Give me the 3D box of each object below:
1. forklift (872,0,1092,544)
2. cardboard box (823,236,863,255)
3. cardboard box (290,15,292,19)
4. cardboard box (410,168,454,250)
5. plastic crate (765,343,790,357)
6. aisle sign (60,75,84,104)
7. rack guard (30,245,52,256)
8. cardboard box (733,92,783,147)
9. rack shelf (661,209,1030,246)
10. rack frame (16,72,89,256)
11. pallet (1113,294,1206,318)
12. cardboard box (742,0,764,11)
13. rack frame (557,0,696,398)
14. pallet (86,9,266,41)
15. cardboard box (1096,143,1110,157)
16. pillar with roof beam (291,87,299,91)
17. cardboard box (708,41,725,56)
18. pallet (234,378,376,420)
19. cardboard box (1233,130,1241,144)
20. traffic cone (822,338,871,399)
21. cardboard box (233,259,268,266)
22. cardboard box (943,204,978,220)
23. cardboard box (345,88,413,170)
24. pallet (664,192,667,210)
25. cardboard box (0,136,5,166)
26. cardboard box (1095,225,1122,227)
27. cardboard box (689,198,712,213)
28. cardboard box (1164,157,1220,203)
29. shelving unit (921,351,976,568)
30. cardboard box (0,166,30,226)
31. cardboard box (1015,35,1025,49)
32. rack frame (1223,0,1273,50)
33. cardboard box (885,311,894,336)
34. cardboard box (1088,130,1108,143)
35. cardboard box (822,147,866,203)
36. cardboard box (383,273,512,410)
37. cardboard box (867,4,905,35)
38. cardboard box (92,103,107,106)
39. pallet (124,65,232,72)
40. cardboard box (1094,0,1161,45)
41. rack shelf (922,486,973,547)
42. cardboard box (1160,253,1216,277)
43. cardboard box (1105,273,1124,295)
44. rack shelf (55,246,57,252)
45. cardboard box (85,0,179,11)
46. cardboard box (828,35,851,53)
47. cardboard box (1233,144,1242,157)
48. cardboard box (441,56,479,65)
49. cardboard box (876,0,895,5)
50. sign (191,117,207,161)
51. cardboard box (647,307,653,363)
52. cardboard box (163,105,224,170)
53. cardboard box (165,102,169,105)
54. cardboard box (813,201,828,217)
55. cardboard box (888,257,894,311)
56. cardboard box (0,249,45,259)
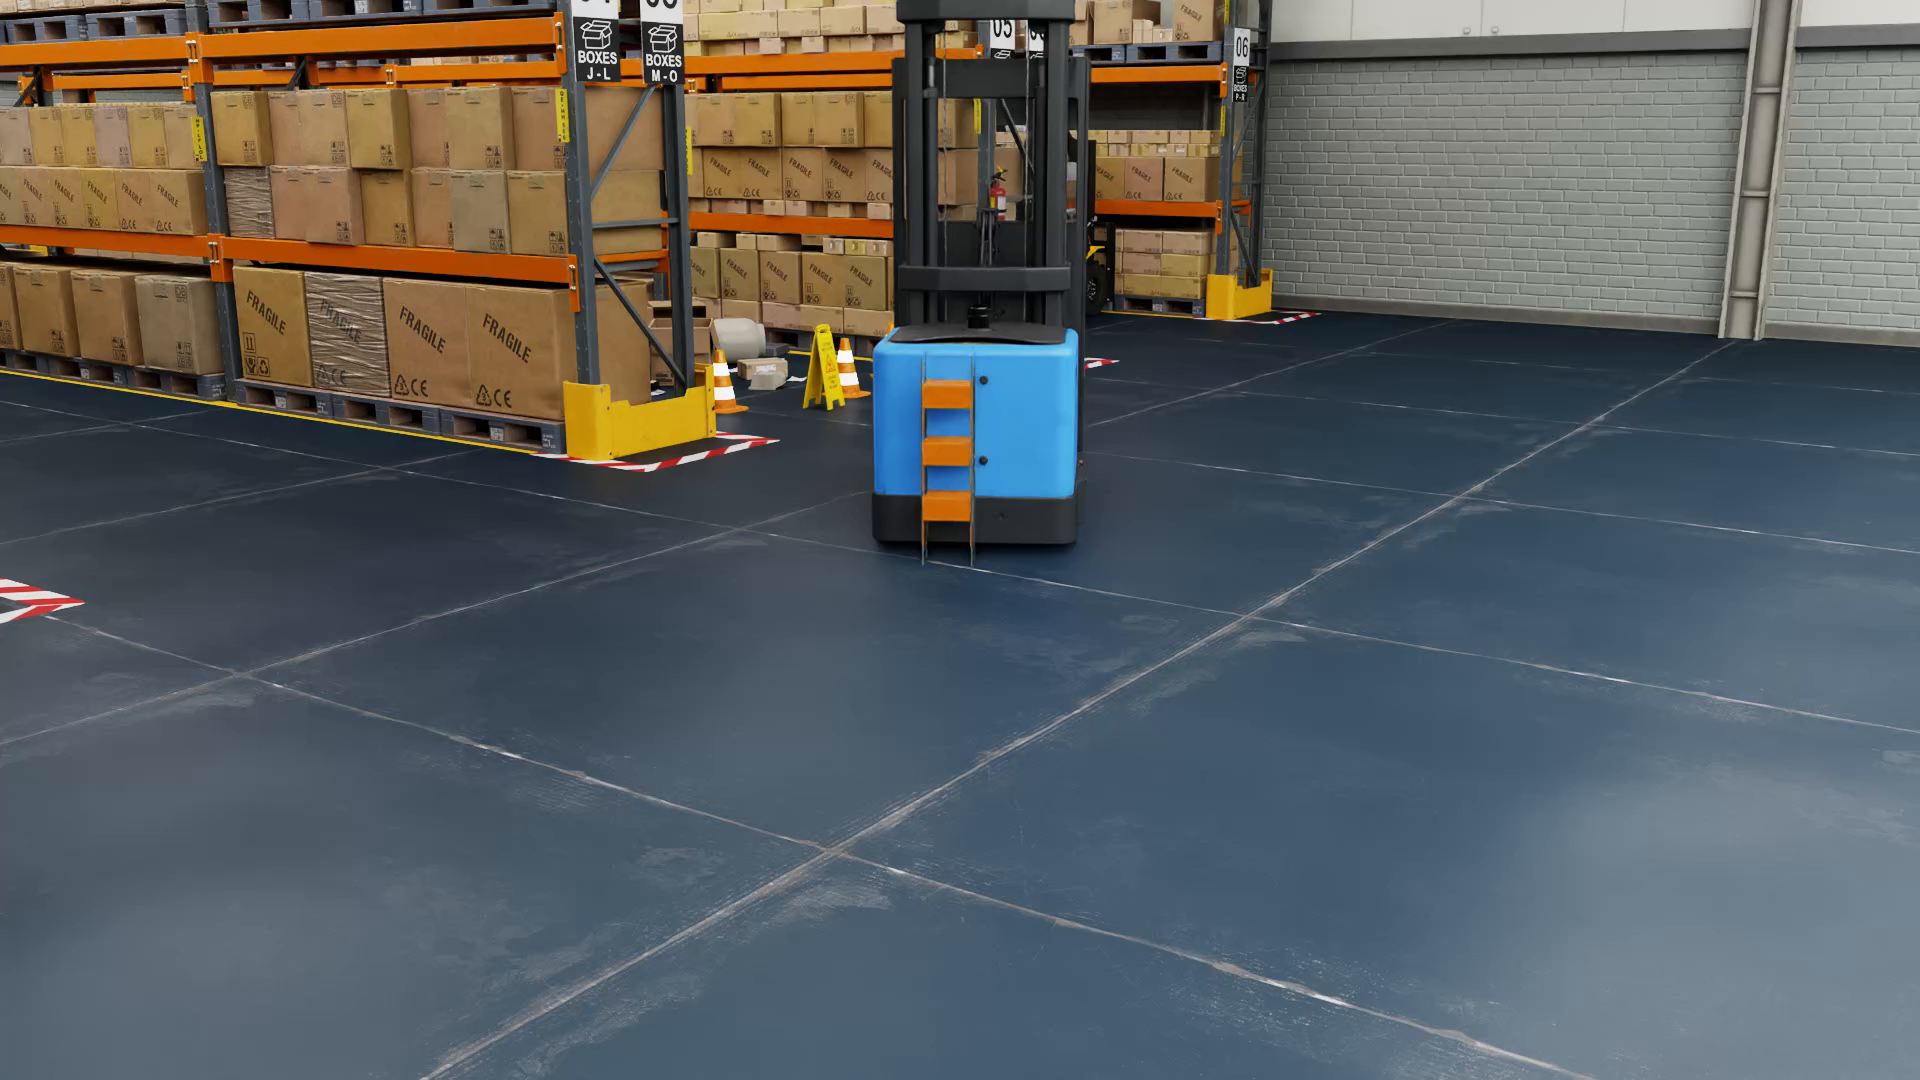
[{"bbox_3d":[0.190,-1.701,9.596,1.130,2.935,3.031,1,14,5],"label":"forklift"},{"bbox_3d":[-1.094,-2.821,15.914,0.250,0.149,0.380,10,17,35],"label":"cardboard box"},{"bbox_3d":[-7.780,-6.071,19.782,0.500,0.500,0.500,9,17,33],"label":"cardboard box"},{"bbox_3d":[-3.392,-2.394,11.940,0.550,0.550,0.875,9,17,33],"label":"cardboard box"},{"bbox_3d":[-1.991,-1.857,16.157,0.583,0.080,0.402,3,14,14],"label":"plastic crate"},{"bbox_3d":[-12.680,-6.591,23.794,0.004,0.787,0.394,9,17,33],"label":"aisle sign"},{"bbox_3d":[-12.814,-4.047,24.131,0.348,0.500,1.175,9,17,33],"label":"rack guard"},{"bbox_3d":[-1.779,-4.078,16.148,0.500,0.500,0.700,9,16,32],"label":"cardboard box"},{"bbox_3d":[-1.177,-3.030,16.320,4.000,0.370,1.077,9,17,33],"label":"rack shelf"},{"bbox_3d":[-12.794,-5.257,23.818,0.127,3.000,1.000,9,17,33],"label":"rack frame"},{"bbox_3d":[2.592,-2.842,19.866,1.213,0.211,1.003,9,17,33],"label":"pallet"},{"bbox_3d":[-1.874,-5.132,15.932,0.250,0.149,0.380,9,16,31],"label":"cardboard box"},{"bbox_3d":[-2.196,-2.111,11.108,0.127,3.000,1.000,9,17,33],"label":"rack frame"},{"bbox_3d":[-6.303,-4.124,13.395,1.217,0.209,0.805,8,16,31],"label":"pallet"},{"bbox_3d":[1.728,-4.623,19.698,0.250,0.149,0.380,9,17,33],"label":"cardboard box"},{"bbox_3d":[-14.163,-8.842,25.816,0.400,9.000,9.100,9,17,33],"label":"pillar with roof beam"},{"bbox_3d":[-2.261,-4.834,16.388,0.250,0.149,0.380,9,17,33],"label":"cardboard box"},{"bbox_3d":[-4.928,-1.176,13.135,1.213,0.211,1.003,9,17,33],"label":"pallet"},{"bbox_3d":[3.090,-4.697,19.378,0.250,0.149,0.380,9,16,32],"label":"cardboard box"},{"bbox_3d":[-0.931,-1.414,13.571,0.334,0.463,0.336,9,17,33],"label":"traffic cone"},{"bbox_3d":[-8.916,-3.826,21.584,0.875,0.875,0.875,10,17,35],"label":"cardboard box"},{"bbox_3d":[0.053,-2.997,15.211,0.250,0.149,0.380,10,17,35],"label":"cardboard box"},{"bbox_3d":[-3.891,-2.968,12.011,0.500,0.550,0.875,9,17,33],"label":"cardboard box"},{"bbox_3d":[-3.389,-3.686,17.871,1.213,0.211,1.003,9,17,33],"label":"pallet"},{"bbox_3d":[-8.467,-3.655,15.059,0.500,0.500,0.700,9,17,33],"label":"cardboard box"},{"bbox_3d":[1.710,-3.764,20.553,0.500,0.250,0.500,9,16,32],"label":"cardboard box"},{"bbox_3d":[-2.516,-3.396,16.823,0.250,0.149,0.380,10,17,34],"label":"cardboard box"},{"bbox_3d":[2.695,-4.164,19.193,0.500,0.500,0.500,9,16,32],"label":"cardboard box"},{"bbox_3d":[-0.057,-0.398,8.246,0.252,1.050,0.215,1,14,5],"label":"shelving unit"},{"bbox_3d":[-8.189,-3.051,14.696,0.500,0.500,0.500,9,17,32],"label":"cardboard box"},{"bbox_3d":[0.389,-4.555,15.261,0.250,0.149,0.380,9,17,33],"label":"cardboard box"},{"bbox_3d":[3.250,-7.014,18.429,0.127,3.000,1.000,9,17,33],"label":"rack frame"},{"bbox_3d":[-0.358,-2.039,15.664,0.500,0.250,0.500,9,17,33],"label":"cardboard box"},{"bbox_3d":[1.720,-4.767,19.659,0.250,0.149,0.380,10,17,34],"label":"cardboard box"},{"bbox_3d":[-0.948,-3.458,15.723,0.500,0.500,0.500,9,17,33],"label":"cardboard box"},{"bbox_3d":[-3.527,-1.479,12.102,0.875,0.875,0.875,9,16,32],"label":"cardboard box"},{"bbox_3d":[-0.502,-4.724,15.116,0.500,0.250,0.500,9,16,32],"label":"cardboard box"},{"bbox_3d":[-11.390,-5.787,22.319,0.250,0.149,0.380,9,16,31],"label":"cardboard box"},{"bbox_3d":[-10.148,-6.246,21.753,1.213,0.211,1.003,9,17,33],"label":"pallet"},{"bbox_3d":[1.952,-6.027,19.394,0.500,0.500,0.700,9,17,33],"label":"cardboard box"},{"bbox_3d":[-0.057,-0.118,8.316,0.240,0.259,0.215,1,14,5],"label":"rack shelf"},{"bbox_3d":[2.671,-3.216,19.382,0.500,0.250,0.500,9,16,32],"label":"cardboard box"},{"bbox_3d":[1.866,-3.108,19.985,0.500,0.250,0.500,9,17,33],"label":"cardboard box"},{"bbox_3d":[-10.494,-3.103,16.612,4.000,0.370,1.077,9,17,33],"label":"rack shelf"},{"bbox_3d":[-6.663,-4.405,13.362,0.500,0.250,0.500,9,17,32],"label":"cardboard box"},{"bbox_3d":[-1.017,-4.615,15.504,0.250,0.149,0.380,9,16,31],"label":"cardboard box"},{"bbox_3d":[3.113,-4.562,19.453,0.250,0.149,0.380,9,16,31],"label":"cardboard box"},{"bbox_3d":[-5.375,-5.560,18.590,0.500,0.500,0.700,9,17,33],"label":"cardboard box"},{"bbox_3d":[-0.559,-4.936,15.142,0.250,0.149,0.380,9,17,33],"label":"cardboard box"},{"bbox_3d":[-5.810,-3.061,12.703,0.005,0.325,0.100,9,17,33],"label":"sign"},{"bbox_3d":[-3.168,-1.820,14.846,0.503,0.637,0.797,9,17,33],"label":"cardboard box"},{"bbox_3d":[-5.930,-3.247,13.407,0.500,0.500,0.700,9,16,32],"label":"cardboard box"},{"bbox_3d":[-10.066,-5.604,21.582,0.250,0.149,0.380,10,17,34],"label":"cardboard box"},{"bbox_3d":[-1.205,-3.206,16.054,0.250,0.149,0.380,9,17,33],"label":"cardboard box"},{"bbox_3d":[-0.328,-2.400,15.564,0.500,0.500,0.500,9,17,33],"label":"cardboard box"},{"bbox_3d":[-9.271,-2.679,16.171,0.500,0.250,0.500,8,16,30],"label":"cardboard box"}]
